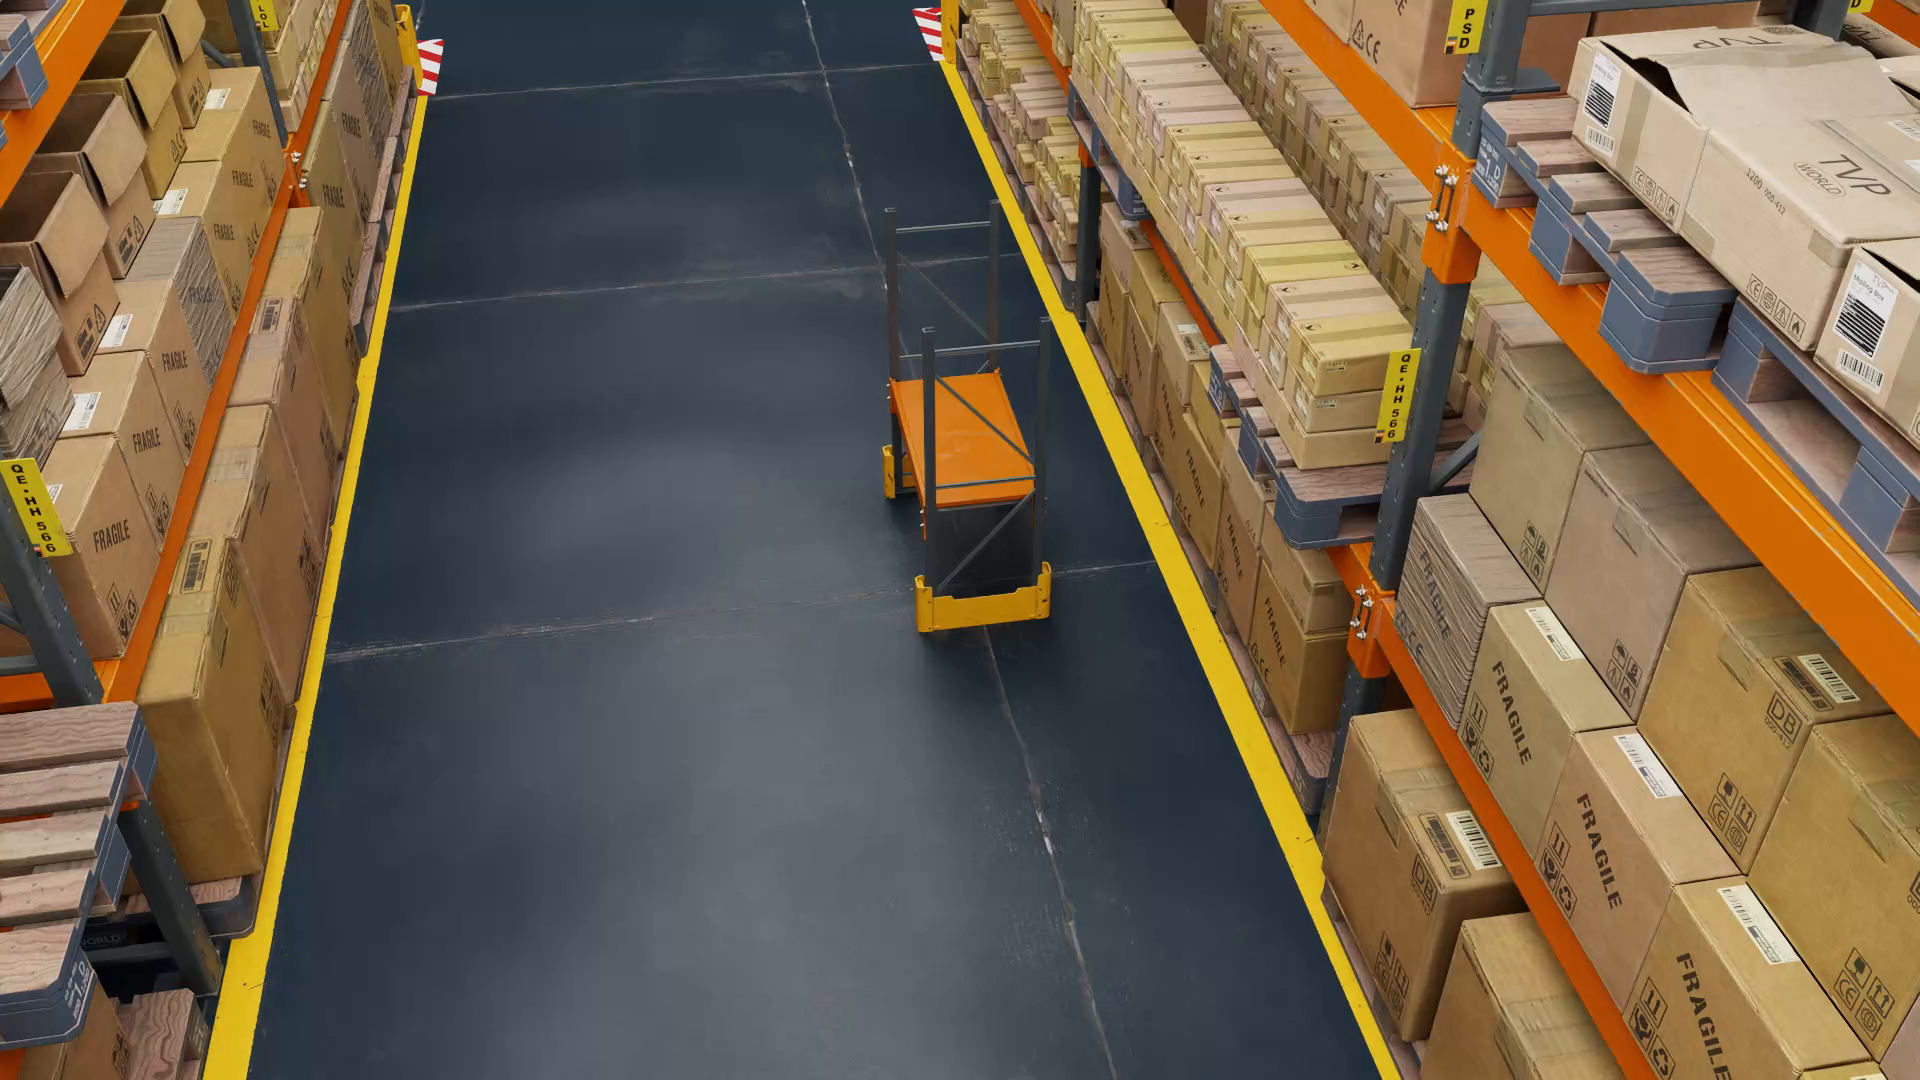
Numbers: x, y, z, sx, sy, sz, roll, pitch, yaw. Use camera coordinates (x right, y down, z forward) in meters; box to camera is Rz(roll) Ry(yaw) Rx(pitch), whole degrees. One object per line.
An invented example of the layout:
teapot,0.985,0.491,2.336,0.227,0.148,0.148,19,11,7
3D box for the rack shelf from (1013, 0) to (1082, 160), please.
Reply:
rack shelf,0.793,-3.407,10.277,1.077,0.370,4.000,-6,38,-8

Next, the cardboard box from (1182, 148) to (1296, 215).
cardboard box,1.083,-1.397,6.480,0.380,0.149,0.250,-4,38,-6

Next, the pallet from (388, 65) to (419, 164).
pallet,-4.241,-2.851,11.248,1.003,0.211,1.213,-6,38,-8

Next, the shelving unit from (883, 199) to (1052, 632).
shelving unit,0.013,-0.546,7.231,0.587,1.500,1.083,-6,38,-8

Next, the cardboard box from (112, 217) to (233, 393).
cardboard box,-3.145,-0.879,6.356,0.500,0.500,0.500,-6,38,-8

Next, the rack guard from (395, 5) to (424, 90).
rack guard,-4.463,-3.454,11.788,1.175,0.500,0.348,-6,38,-8

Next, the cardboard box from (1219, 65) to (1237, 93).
cardboard box,1.455,-2.174,7.966,0.380,0.149,0.250,-6,38,-8

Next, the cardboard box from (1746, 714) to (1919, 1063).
cardboard box,2.186,0.694,3.515,0.700,0.500,0.500,-7,38,-8

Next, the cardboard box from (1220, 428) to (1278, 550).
cardboard box,1.368,-0.231,6.686,0.500,0.250,0.500,-6,38,-7

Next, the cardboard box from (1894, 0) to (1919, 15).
cardboard box,5.666,-3.369,9.560,0.500,0.500,0.500,-6,38,-8

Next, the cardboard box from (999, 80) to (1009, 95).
cardboard box,0.471,-2.980,11.122,0.380,0.149,0.250,-6,38,-8

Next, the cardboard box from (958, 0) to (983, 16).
cardboard box,0.200,-3.821,11.720,0.380,0.149,0.250,-8,39,-10

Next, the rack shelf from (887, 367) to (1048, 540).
rack shelf,0.015,-0.399,7.334,0.538,0.185,1.000,-6,38,-8

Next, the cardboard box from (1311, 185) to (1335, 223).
cardboard box,1.687,-1.384,6.948,0.380,0.149,0.250,-7,38,-9

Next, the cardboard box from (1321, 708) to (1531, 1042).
cardboard box,1.863,1.033,5.467,1.050,0.750,0.750,-7,38,-9

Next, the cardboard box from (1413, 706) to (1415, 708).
cardboard box,1.972,0.300,6.615,0.500,0.500,0.500,-8,39,-10

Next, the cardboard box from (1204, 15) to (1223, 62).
cardboard box,1.408,-2.448,8.076,0.380,0.149,0.250,-5,38,-7

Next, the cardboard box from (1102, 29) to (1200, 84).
cardboard box,0.857,-2.174,7.481,0.380,0.149,0.250,-6,38,-8

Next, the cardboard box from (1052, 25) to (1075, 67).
cardboard box,0.711,-2.675,8.953,0.380,0.149,0.250,-7,38,-9

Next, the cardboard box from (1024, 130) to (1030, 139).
cardboard box,0.613,-2.597,10.386,0.380,0.149,0.250,-8,39,-10

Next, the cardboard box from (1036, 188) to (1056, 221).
cardboard box,0.666,-2.042,9.915,0.380,0.149,0.250,-7,38,-9

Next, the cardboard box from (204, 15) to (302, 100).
cardboard box,-3.582,-2.381,8.249,0.500,0.250,0.500,-7,38,-9

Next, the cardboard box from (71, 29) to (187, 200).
cardboard box,-3.528,-1.646,6.524,0.797,0.503,0.637,-6,38,-7

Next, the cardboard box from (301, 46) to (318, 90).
cardboard box,-3.574,-2.444,8.655,0.380,0.149,0.250,-5,38,-6

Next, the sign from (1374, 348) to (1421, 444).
sign,1.312,-0.429,4.978,0.100,0.325,0.005,-6,38,-8

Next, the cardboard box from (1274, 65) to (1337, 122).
cardboard box,1.584,-1.937,7.176,0.380,0.149,0.250,-7,38,-9

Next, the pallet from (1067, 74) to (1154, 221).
pallet,1.135,-1.930,7.946,1.003,0.211,1.213,-6,38,-8

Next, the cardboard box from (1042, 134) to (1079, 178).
cardboard box,0.691,-2.245,9.691,0.380,0.149,0.250,-7,38,-8

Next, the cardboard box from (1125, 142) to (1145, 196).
cardboard box,0.942,-1.639,7.277,0.380,0.149,0.250,-8,39,-10

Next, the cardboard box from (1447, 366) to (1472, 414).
cardboard box,1.918,-0.588,5.924,0.380,0.149,0.250,-4,38,-6

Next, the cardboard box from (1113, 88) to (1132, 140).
cardboard box,0.899,-1.911,7.384,0.380,0.149,0.250,-8,39,-10

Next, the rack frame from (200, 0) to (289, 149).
rack frame,-3.757,-2.011,7.893,1.000,3.000,0.127,-6,38,-8

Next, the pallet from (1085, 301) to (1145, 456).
pallet,1.282,-0.912,8.752,1.003,0.211,1.213,-6,38,-8

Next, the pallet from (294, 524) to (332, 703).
pallet,-3.330,0.287,7.209,1.003,0.211,1.213,-6,38,-8

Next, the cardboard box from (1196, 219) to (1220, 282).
cardboard box,1.128,-1.122,6.369,0.380,0.149,0.250,-6,38,-8

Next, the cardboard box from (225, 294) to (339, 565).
cardboard box,-3.468,-0.413,7.227,1.225,0.875,0.875,-7,38,-10

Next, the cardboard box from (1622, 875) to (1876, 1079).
cardboard box,1.923,1.106,3.800,0.500,0.500,0.500,-7,38,-8

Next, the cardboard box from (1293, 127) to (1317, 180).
cardboard box,1.643,-1.652,7.052,0.380,0.149,0.250,-6,38,-8

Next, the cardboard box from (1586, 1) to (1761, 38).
cardboard box,2.007,-1.665,4.921,0.500,0.500,0.500,-6,38,-8

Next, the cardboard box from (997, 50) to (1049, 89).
cardboard box,0.450,-3.028,10.699,0.380,0.149,0.250,-6,38,-7

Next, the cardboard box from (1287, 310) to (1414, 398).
cardboard box,1.308,-0.615,5.475,0.380,0.149,0.250,-8,38,-10

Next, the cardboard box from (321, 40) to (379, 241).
cardboard box,-3.952,-2.288,9.640,0.875,0.875,0.875,-6,38,-8

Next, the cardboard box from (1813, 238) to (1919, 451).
cardboard box,1.933,-0.348,2.957,0.500,0.311,0.500,-7,38,-9

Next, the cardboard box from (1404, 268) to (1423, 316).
cardboard box,1.858,-0.889,6.070,0.380,0.149,0.250,-7,38,-9

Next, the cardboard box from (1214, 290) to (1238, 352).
cardboard box,1.179,-0.839,6.247,0.380,0.149,0.250,-7,38,-9

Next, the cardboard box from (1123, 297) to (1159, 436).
cardboard box,1.107,-0.868,8.117,0.500,0.500,0.500,-5,38,-6

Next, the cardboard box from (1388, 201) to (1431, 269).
cardboard box,1.820,-1.139,6.149,0.380,0.149,0.250,-8,39,-10

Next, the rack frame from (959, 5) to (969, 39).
rack frame,0.442,-4.899,11.611,1.000,3.000,0.127,-6,38,-8
